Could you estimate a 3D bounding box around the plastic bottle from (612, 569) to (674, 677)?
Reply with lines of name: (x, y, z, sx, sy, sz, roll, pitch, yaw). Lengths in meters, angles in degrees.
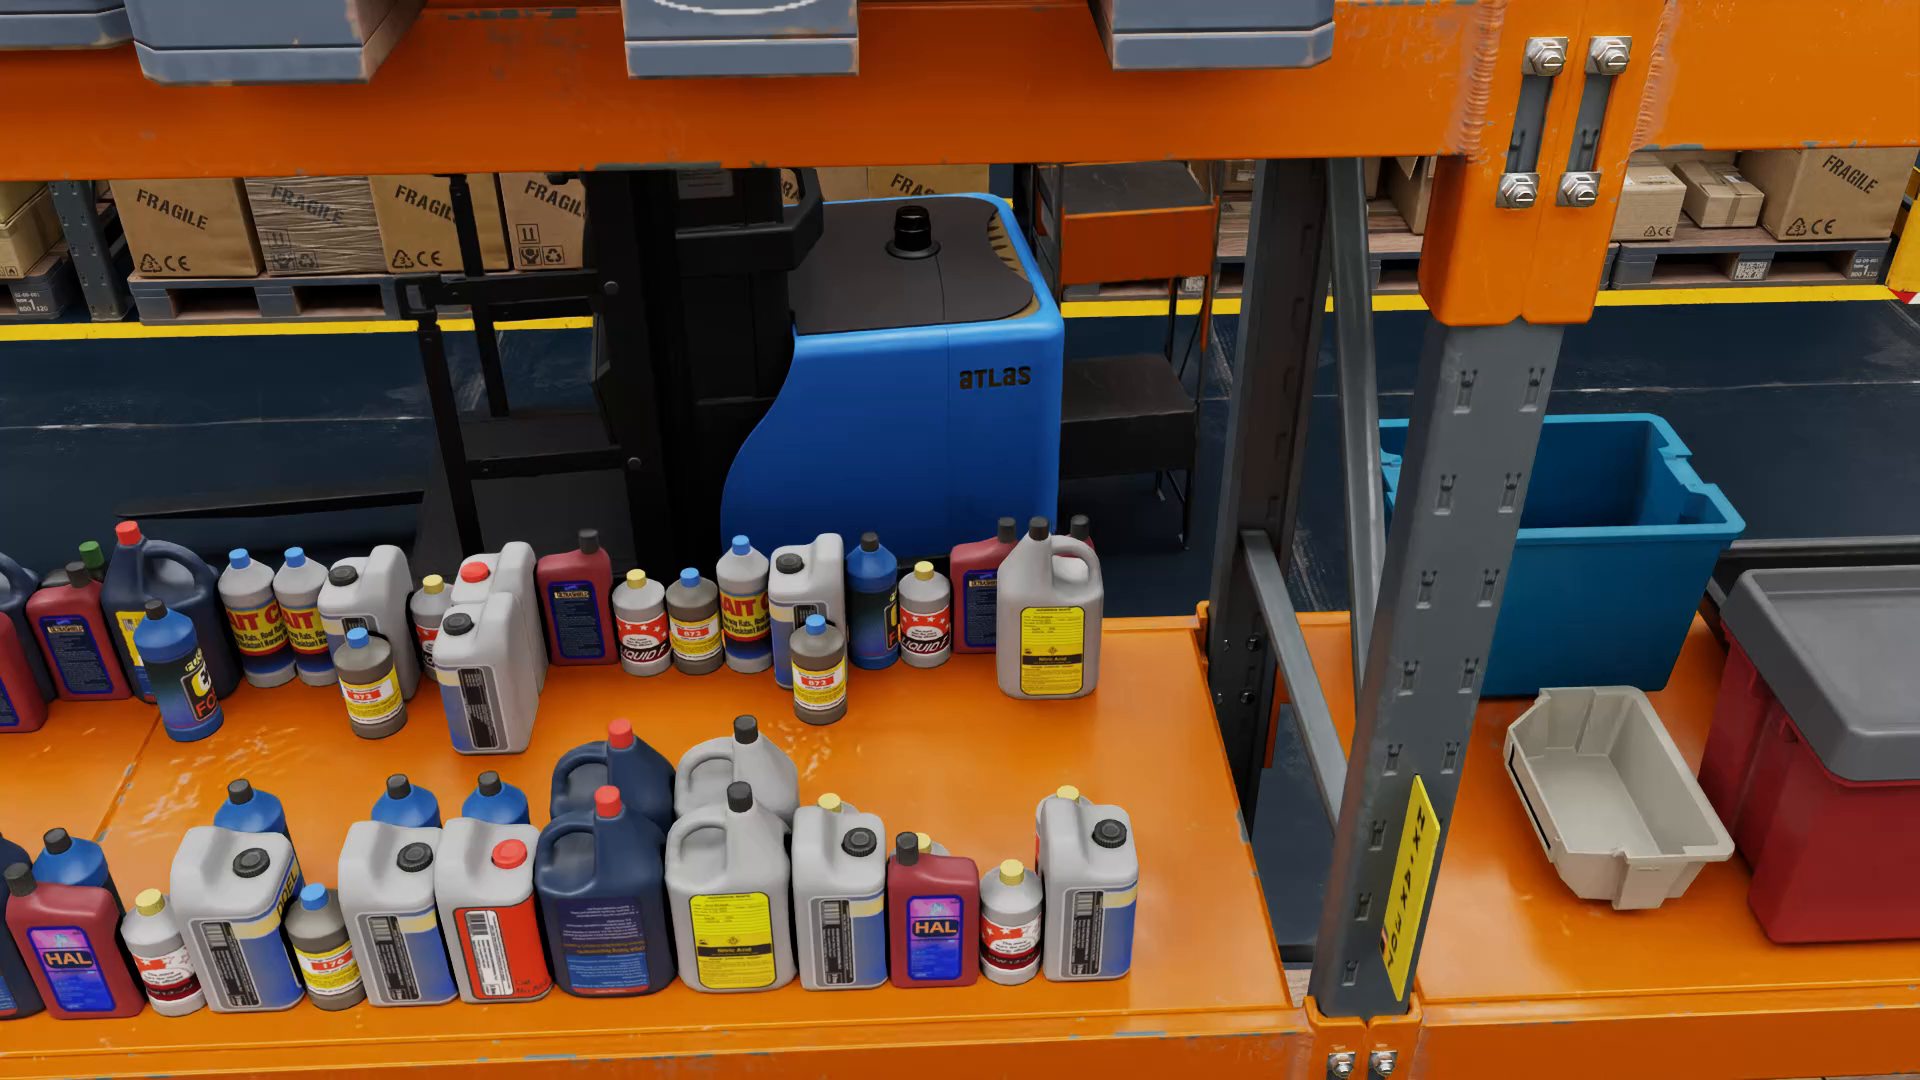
plastic bottle: (-0.589, 0.145, 3.078, 0.097, 0.201, 0.097, 0, 35, 0)

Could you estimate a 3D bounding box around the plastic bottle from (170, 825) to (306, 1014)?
plastic bottle: (-1.045, 0.544, 2.437, 0.135, 0.276, 0.152, -2, 35, -2)

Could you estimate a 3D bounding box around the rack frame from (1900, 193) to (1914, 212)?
rack frame: (4.333, -2.658, 6.955, 0.127, 3.000, 1.000, -2, 35, -2)

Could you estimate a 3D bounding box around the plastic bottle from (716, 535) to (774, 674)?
plastic bottle: (-0.395, 0.111, 3.066, 0.097, 0.271, 0.097, 0, 35, 0)

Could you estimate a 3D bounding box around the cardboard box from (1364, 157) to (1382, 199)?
cardboard box: (1.643, -1.823, 7.724, 0.500, 0.311, 0.500, -2, 35, -2)

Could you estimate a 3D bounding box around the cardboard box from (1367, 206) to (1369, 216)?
cardboard box: (1.631, -1.484, 7.361, 0.250, 0.166, 0.380, -2, 35, -2)

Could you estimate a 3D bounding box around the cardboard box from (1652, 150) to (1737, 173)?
cardboard box: (3.277, -1.842, 7.805, 0.500, 0.250, 0.500, -2, 35, -2)

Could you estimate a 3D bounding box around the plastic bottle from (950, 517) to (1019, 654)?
plastic bottle: (0.049, 0.084, 3.095, 0.133, 0.283, 0.061, -2, 35, -2)

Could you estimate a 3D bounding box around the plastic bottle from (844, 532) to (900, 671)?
plastic bottle: (-0.163, 0.105, 3.075, 0.097, 0.271, 0.097, 0, 35, 0)

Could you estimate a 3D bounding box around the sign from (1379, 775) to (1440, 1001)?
sign: (0.593, 0.464, 2.200, 0.005, 0.325, 0.100, -2, 35, -2)

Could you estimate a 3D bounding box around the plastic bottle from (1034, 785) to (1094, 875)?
plastic bottle: (0.166, 0.471, 2.608, 0.097, 0.201, 0.097, 0, 35, 0)

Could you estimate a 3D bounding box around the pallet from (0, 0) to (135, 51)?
pallet: (-1.343, -0.782, 1.774, 1.213, 0.211, 1.003, -2, 35, -2)

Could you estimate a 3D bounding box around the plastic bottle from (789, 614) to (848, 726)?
plastic bottle: (-0.253, 0.223, 2.966, 0.097, 0.201, 0.097, 0, 35, 0)

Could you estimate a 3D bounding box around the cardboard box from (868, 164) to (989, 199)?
cardboard box: (-0.142, -1.527, 7.131, 0.500, 0.500, 0.500, -2, 35, -2)

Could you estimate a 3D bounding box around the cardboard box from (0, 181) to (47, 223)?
cardboard box: (-4.169, -1.561, 6.925, 0.500, 0.311, 0.500, -1, 35, -1)

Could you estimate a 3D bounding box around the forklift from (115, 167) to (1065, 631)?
forklift: (-1.246, -1.089, 4.748, 3.031, 2.935, 1.130, -5, 35, -8)

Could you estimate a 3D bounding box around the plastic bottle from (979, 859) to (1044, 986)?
plastic bottle: (0.076, 0.560, 2.480, 0.097, 0.201, 0.097, 0, 35, 0)

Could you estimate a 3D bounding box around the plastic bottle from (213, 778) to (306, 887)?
plastic bottle: (-1.069, 0.475, 2.540, 0.097, 0.271, 0.097, 0, 35, 0)

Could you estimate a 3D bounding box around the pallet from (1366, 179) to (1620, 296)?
pallet: (2.245, -1.456, 7.669, 1.213, 0.211, 1.003, -2, 35, -2)

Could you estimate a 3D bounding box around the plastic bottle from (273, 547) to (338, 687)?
plastic bottle: (-1.186, 0.133, 3.035, 0.097, 0.271, 0.097, 0, 35, 0)

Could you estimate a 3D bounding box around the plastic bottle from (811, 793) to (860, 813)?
plastic bottle: (-0.199, 0.481, 2.594, 0.097, 0.201, 0.097, 0, 35, 0)

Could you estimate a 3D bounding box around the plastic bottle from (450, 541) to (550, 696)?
plastic bottle: (-0.837, 0.137, 3.025, 0.135, 0.276, 0.152, -2, 35, -2)

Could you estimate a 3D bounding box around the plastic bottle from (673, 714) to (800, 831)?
plastic bottle: (-0.341, 0.414, 2.559, 0.185, 0.351, 0.144, -2, 35, -2)

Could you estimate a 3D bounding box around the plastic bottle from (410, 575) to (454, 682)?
plastic bottle: (-0.954, 0.155, 3.064, 0.097, 0.201, 0.097, 0, 35, 0)

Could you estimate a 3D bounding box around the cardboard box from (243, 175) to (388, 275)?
cardboard box: (-2.667, -1.463, 7.038, 0.500, 0.500, 0.500, -3, 35, -4)

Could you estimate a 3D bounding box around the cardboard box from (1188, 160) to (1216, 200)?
cardboard box: (0.893, -1.880, 7.641, 0.500, 0.500, 0.500, -2, 35, -2)

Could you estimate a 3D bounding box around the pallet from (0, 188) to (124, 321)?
pallet: (-4.482, -1.296, 7.437, 1.213, 0.211, 1.003, -2, 35, -2)

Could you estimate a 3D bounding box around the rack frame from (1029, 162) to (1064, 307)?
rack frame: (0.263, -0.892, 5.193, 0.015, 2.100, 0.400, -5, 35, -8)

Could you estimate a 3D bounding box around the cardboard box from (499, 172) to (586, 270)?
cardboard box: (-1.645, -1.491, 7.078, 0.500, 0.500, 0.500, -3, 35, -4)

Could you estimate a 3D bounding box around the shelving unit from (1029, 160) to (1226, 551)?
shelving unit: (0.503, -0.914, 5.226, 0.503, 2.100, 0.431, -5, 35, -8)

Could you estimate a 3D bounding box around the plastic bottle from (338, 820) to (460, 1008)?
plastic bottle: (-0.813, 0.538, 2.446, 0.135, 0.276, 0.152, -2, 35, -2)

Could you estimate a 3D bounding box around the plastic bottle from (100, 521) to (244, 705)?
plastic bottle: (-1.423, 0.120, 2.984, 0.185, 0.351, 0.144, -2, 35, -2)

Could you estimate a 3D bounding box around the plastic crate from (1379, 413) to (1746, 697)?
plastic crate: (1.019, 0.041, 3.017, 0.575, 0.384, 0.392, -2, 35, -2)

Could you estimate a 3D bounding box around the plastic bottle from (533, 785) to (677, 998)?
plastic bottle: (-0.519, 0.501, 2.433, 0.185, 0.351, 0.144, -2, 35, -2)

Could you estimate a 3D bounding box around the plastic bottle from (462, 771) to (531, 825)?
plastic bottle: (-0.703, 0.466, 2.555, 0.097, 0.271, 0.097, 0, 35, 0)

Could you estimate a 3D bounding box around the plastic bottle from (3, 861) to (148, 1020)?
plastic bottle: (-1.274, 0.573, 2.389, 0.133, 0.283, 0.061, -2, 35, -2)

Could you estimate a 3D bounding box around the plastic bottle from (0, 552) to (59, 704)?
plastic bottle: (-1.741, 0.128, 2.972, 0.185, 0.351, 0.144, -2, 35, -2)

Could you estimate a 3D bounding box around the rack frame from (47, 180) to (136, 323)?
rack frame: (-3.658, -2.443, 6.644, 0.127, 3.000, 1.000, -2, 35, -2)

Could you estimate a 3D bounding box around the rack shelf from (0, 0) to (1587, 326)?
rack shelf: (-1.429, -0.619, 2.004, 4.000, 0.370, 1.077, -2, 35, -2)

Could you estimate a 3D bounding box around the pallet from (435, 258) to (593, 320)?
pallet: (-1.695, -1.326, 7.480, 1.213, 0.211, 1.003, -2, 35, -2)

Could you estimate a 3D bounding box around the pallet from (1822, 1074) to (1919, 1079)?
pallet: (2.523, 1.335, 3.635, 1.213, 0.211, 1.003, -2, 35, -2)

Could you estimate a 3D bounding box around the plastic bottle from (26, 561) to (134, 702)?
plastic bottle: (-1.581, 0.163, 2.981, 0.133, 0.283, 0.061, -2, 35, -2)

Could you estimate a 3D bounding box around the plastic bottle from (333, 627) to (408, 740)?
plastic bottle: (-1.044, 0.244, 2.936, 0.097, 0.201, 0.097, 0, 35, 0)

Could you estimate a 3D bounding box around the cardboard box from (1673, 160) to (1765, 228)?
cardboard box: (3.393, -1.560, 7.471, 0.250, 0.166, 0.380, -2, 35, -2)

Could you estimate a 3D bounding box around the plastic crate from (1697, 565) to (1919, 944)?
plastic crate: (1.472, 0.333, 2.524, 0.583, 0.464, 0.402, -2, 35, -2)

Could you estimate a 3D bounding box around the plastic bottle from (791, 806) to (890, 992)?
plastic bottle: (-0.175, 0.520, 2.471, 0.135, 0.276, 0.152, -2, 35, -2)

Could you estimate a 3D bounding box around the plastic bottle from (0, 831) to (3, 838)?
plastic bottle: (-1.576, 0.443, 2.517, 0.185, 0.351, 0.144, -2, 35, -2)

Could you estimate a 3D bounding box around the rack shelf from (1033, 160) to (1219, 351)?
rack shelf: (0.503, -0.903, 5.234, 0.480, 0.518, 0.431, -5, 35, -8)

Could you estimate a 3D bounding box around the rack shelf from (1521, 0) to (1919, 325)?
rack shelf: (2.566, -0.726, 2.160, 4.000, 0.370, 1.077, -2, 35, -2)

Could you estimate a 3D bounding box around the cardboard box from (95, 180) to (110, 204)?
cardboard box: (-4.195, -1.638, 7.528, 0.500, 0.250, 0.500, -2, 35, -2)
